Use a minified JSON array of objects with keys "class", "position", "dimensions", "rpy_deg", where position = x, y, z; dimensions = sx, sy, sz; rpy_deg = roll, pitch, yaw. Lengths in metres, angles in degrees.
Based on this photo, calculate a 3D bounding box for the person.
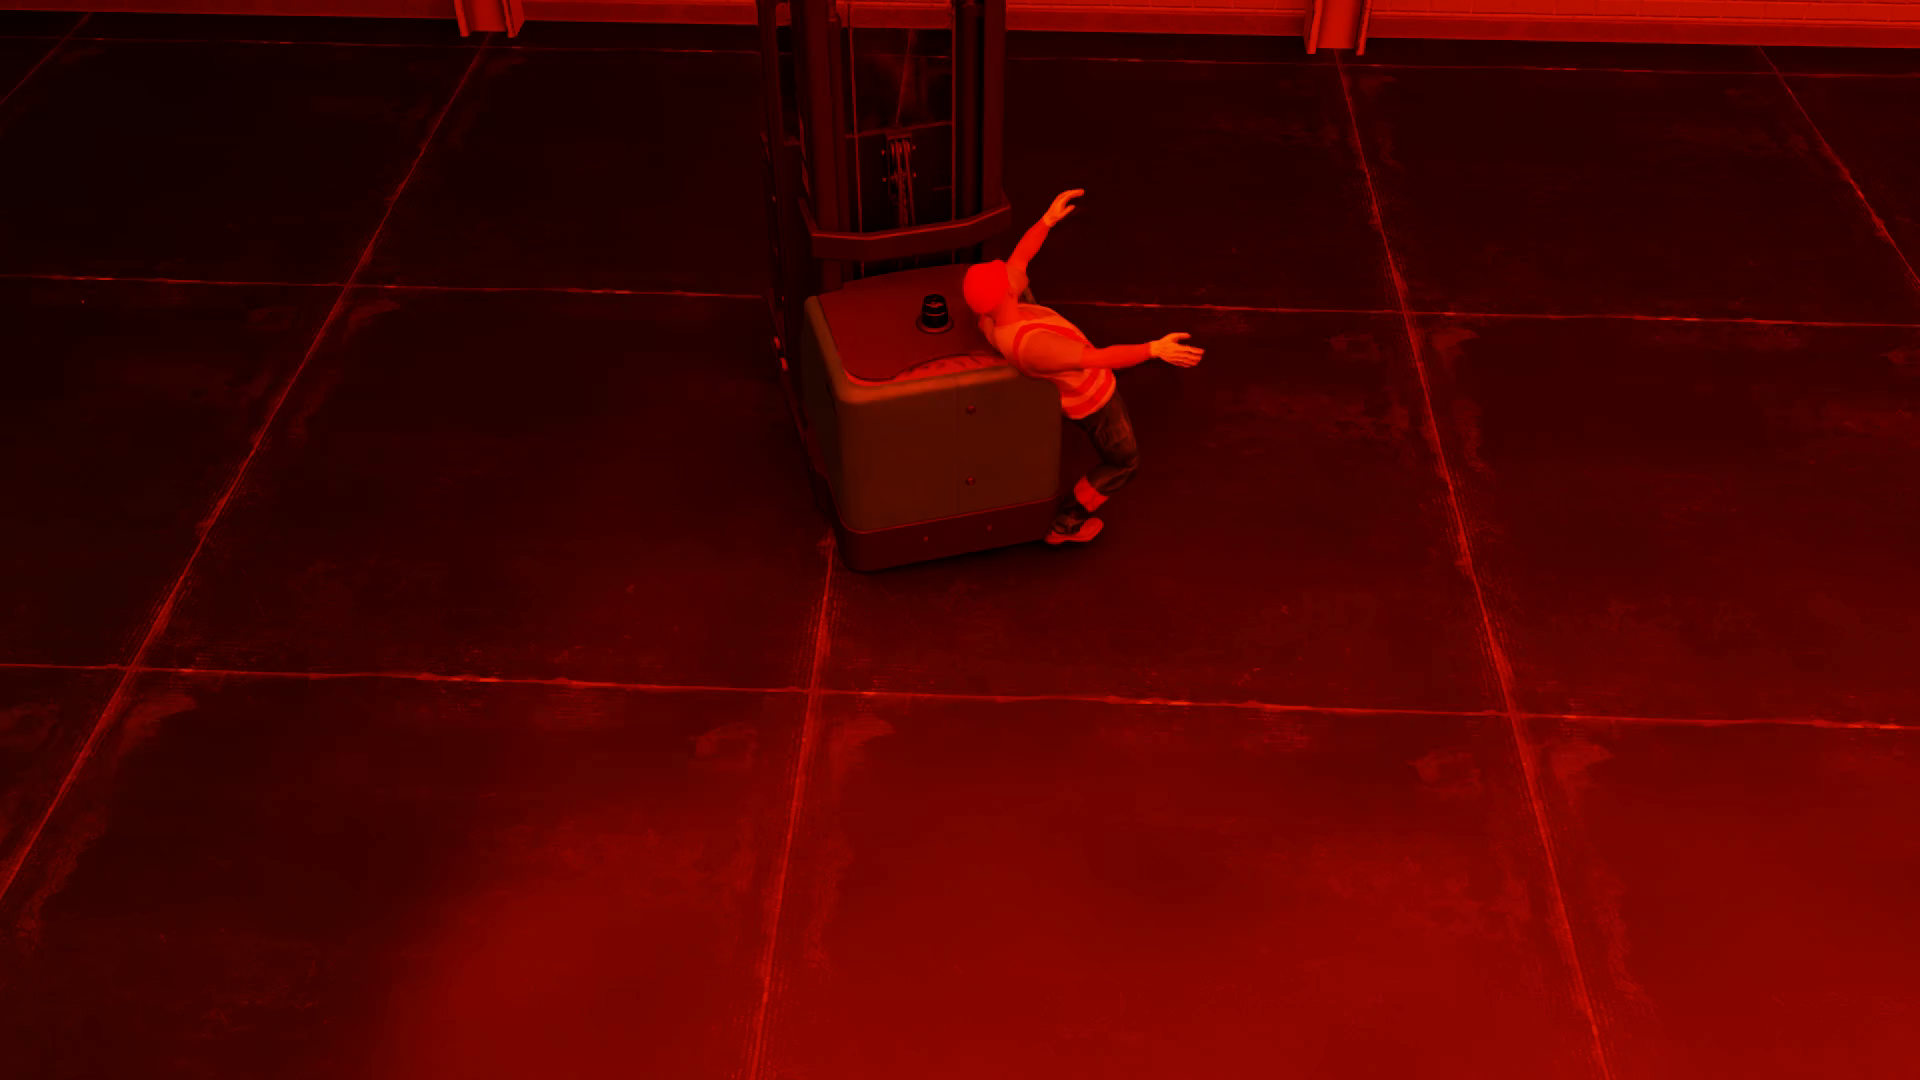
[{"class":"person","position":[0.503,-0.600,7.342],"dimensions":[0.702,1.621,1.080],"rpy_deg":[-32,51,-30]}]

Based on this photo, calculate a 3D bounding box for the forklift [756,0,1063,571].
[{"class":"forklift","position":[-0.401,-1.946,7.874],"dimensions":[1.130,2.935,3.031],"rpy_deg":[-10,43,-11]}]
